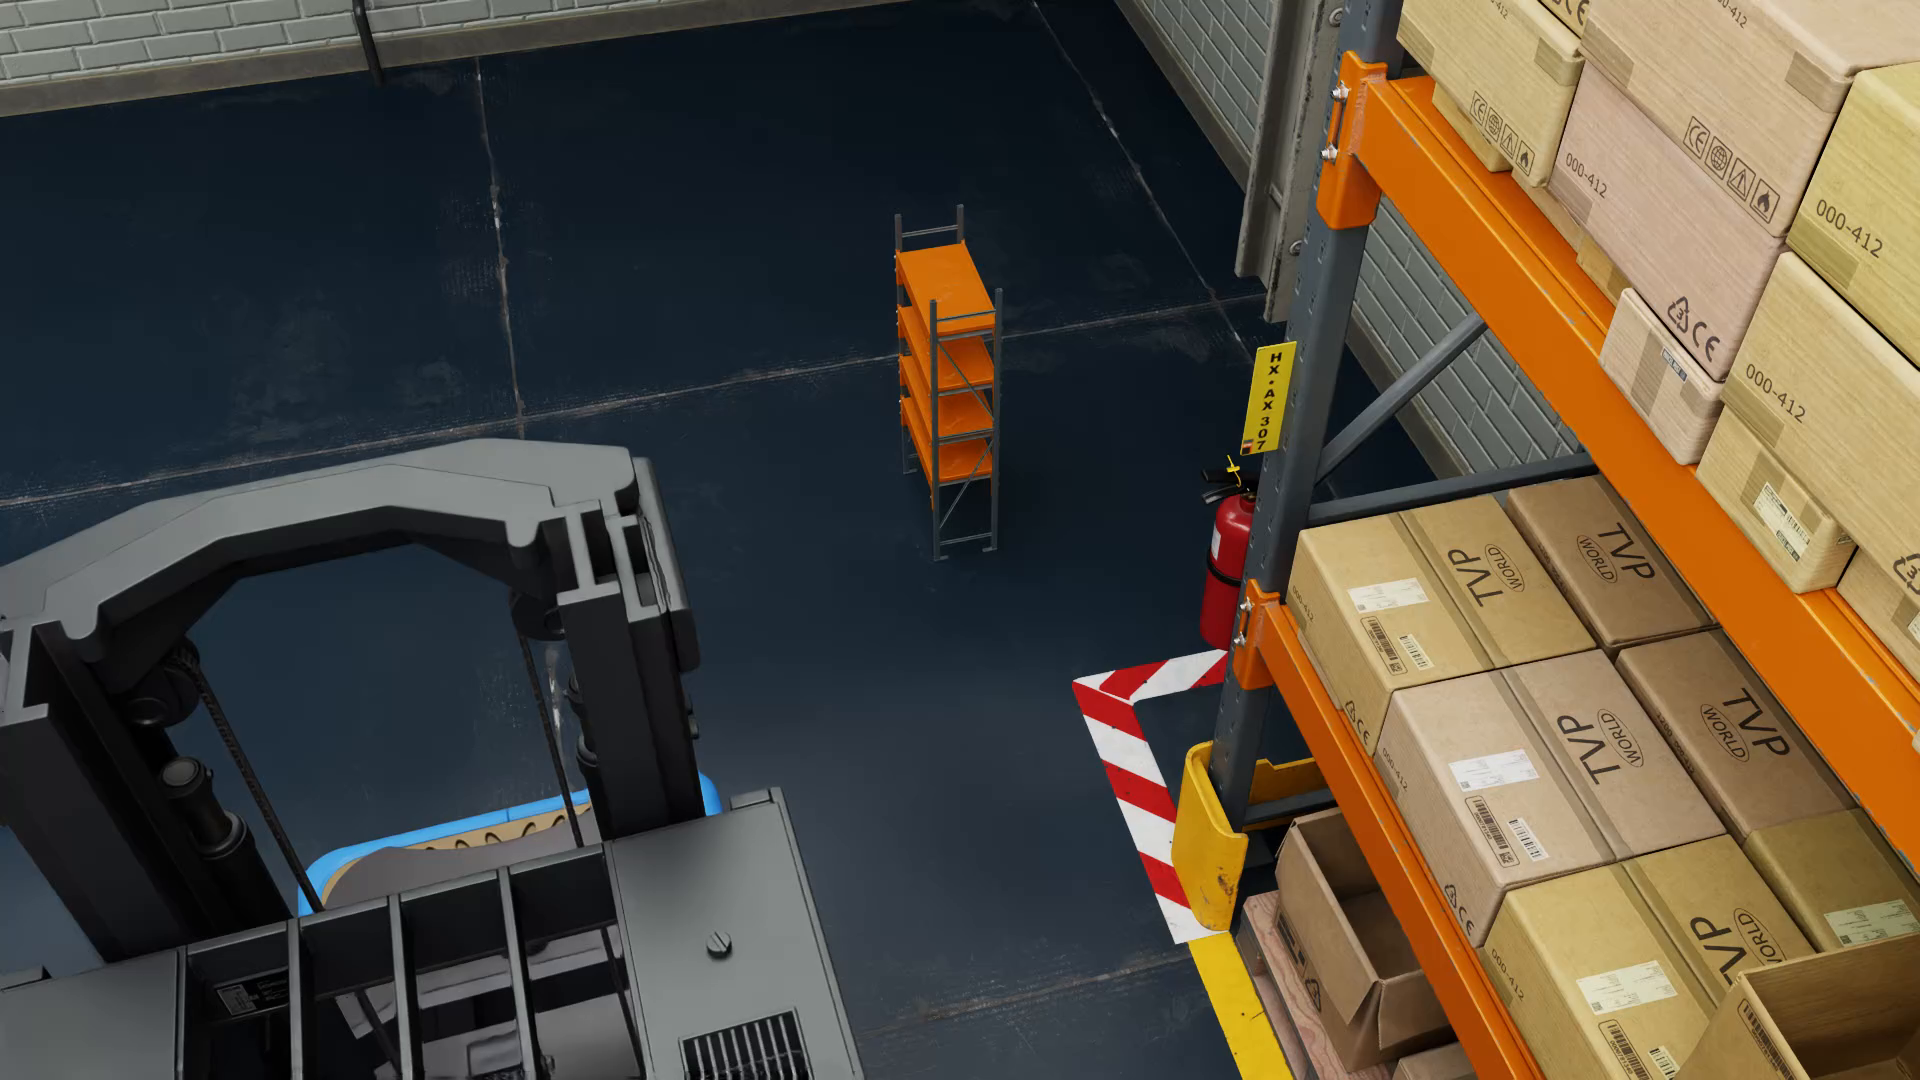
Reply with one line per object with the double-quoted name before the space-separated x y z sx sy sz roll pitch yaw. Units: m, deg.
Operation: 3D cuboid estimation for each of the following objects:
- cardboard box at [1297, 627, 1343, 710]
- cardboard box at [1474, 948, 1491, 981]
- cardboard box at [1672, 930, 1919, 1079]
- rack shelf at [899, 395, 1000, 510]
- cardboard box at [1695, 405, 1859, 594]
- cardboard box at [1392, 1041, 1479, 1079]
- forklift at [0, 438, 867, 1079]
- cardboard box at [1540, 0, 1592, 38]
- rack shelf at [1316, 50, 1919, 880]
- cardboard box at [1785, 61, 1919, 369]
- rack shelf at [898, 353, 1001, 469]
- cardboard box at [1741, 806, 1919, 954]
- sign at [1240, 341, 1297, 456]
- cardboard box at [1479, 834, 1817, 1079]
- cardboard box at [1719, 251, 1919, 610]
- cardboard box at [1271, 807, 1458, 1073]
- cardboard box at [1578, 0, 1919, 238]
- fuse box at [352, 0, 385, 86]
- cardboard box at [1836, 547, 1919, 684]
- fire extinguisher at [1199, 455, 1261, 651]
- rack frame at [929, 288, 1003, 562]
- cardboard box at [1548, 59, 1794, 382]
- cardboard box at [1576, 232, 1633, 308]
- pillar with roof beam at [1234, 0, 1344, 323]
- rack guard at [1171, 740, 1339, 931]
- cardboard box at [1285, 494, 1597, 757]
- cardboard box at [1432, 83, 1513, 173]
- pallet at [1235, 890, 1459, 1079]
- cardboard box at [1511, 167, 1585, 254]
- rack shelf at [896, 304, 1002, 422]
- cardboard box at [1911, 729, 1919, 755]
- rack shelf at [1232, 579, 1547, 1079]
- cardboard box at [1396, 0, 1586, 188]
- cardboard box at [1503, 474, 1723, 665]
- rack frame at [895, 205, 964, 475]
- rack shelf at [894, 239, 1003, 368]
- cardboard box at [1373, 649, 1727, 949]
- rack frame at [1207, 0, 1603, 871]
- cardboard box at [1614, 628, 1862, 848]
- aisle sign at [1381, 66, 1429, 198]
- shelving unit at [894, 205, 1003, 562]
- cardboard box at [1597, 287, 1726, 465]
"cardboard box" 1.061 0.243 4.087 0.380 0.149 0.250 -11 47 -11
"cardboard box" 1.278 0.771 3.570 0.380 0.149 0.250 -9 46 -9
"cardboard box" 1.483 0.962 2.579 0.500 0.500 0.500 -10 46 -9
"rack shelf" -0.042 -0.348 6.123 0.258 0.148 0.480 -11 47 -10
"cardboard box" 1.279 -0.094 2.318 0.380 0.149 0.250 -11 47 -10
"cardboard box" 1.379 1.469 4.412 0.380 0.149 0.250 -12 47 -12
"forklift" -0.685 1.396 2.830 1.130 2.935 3.031 -12 47 -12
"cardboard box" 1.113 -1.046 2.621 0.500 0.250 0.500 -11 47 -11
"rack shelf" 1.755 0.461 2.102 1.077 0.370 4.000 -11 47 -10
"cardboard box" 1.367 -0.347 1.936 0.500 0.250 0.500 -11 47 -11
"rack shelf" -0.042 -0.487 5.982 0.258 0.148 0.480 -11 47 -10
"cardboard box" 1.870 0.795 3.268 0.500 0.250 0.500 -9 46 -9
"sign" 0.718 -0.326 3.863 0.100 0.325 0.005 -11 47 -10
"cardboard box" 1.361 0.886 3.178 0.500 0.250 0.500 -12 47 -11
"cardboard box" 1.361 -0.164 2.107 0.500 0.250 0.500 -12 47 -12
"cardboard box" 1.308 1.045 4.580 0.797 0.503 0.637 -12 47 -12
"cardboard box" 1.225 -0.691 2.274 0.500 0.250 0.500 -11 47 -11
"fuse box" -2.953 -2.933 7.926 0.539 1.711 0.414 -11 47 -10
"cardboard box" 1.402 0.065 2.162 0.380 0.149 0.250 -11 47 -11
"fire extinguisher" 0.758 0.019 4.447 0.296 0.674 0.183 -11 47 -10
"rack frame" 0.020 -0.366 5.768 0.240 1.200 0.015 -11 47 -10
"cardboard box" 1.242 -0.520 2.456 0.500 0.250 0.500 -10 46 -10
"cardboard box" 1.241 -0.465 2.681 0.380 0.149 0.250 -11 47 -10
"pillar with roof beam" -2.738 -3.461 3.341 9.100 9.000 0.400 -11 47 -10
"rack guard" 1.262 0.806 5.111 1.175 0.500 0.348 -11 47 -10
"cardboard box" 1.098 0.189 3.861 0.500 0.250 0.500 -10 47 -10
"cardboard box" 1.099 -0.821 3.030 0.380 0.149 0.250 -10 46 -9
"pallet" 1.467 1.457 4.675 1.003 0.211 1.213 -11 47 -10
"cardboard box" 1.192 -0.645 2.858 0.380 0.149 0.250 -10 46 -10
"rack shelf" -0.042 -0.644 5.822 0.258 0.148 0.480 -11 47 -10
"cardboard box" 1.398 0.255 1.976 0.380 0.149 0.250 -11 47 -10
"rack shelf" 1.755 1.511 3.173 1.077 0.370 4.000 -11 47 -10
"cardboard box" 1.092 -0.867 2.796 0.500 0.250 0.500 -11 47 -11
"cardboard box" 1.617 0.096 3.953 0.500 0.250 0.500 -9 46 -9
"rack frame" -0.105 -0.703 6.099 0.240 1.200 0.015 -11 47 -10
"rack shelf" -0.042 -0.809 5.653 0.258 0.148 0.480 -11 47 -10
"cardboard box" 1.228 0.537 3.520 0.500 0.250 0.500 -10 46 -10
"rack frame" 1.243 -0.122 4.269 1.000 3.000 0.127 -11 47 -10
"cardboard box" 1.748 0.452 3.604 0.500 0.250 0.500 -11 47 -10
"aisle sign" 0.941 -1.025 3.334 0.394 0.787 0.004 -11 47 -10
"shelving unit" -0.042 -0.534 5.933 0.258 1.200 0.503 -11 47 -10
"cardboard box" 1.205 -0.274 2.494 0.380 0.149 0.250 -10 46 -9
